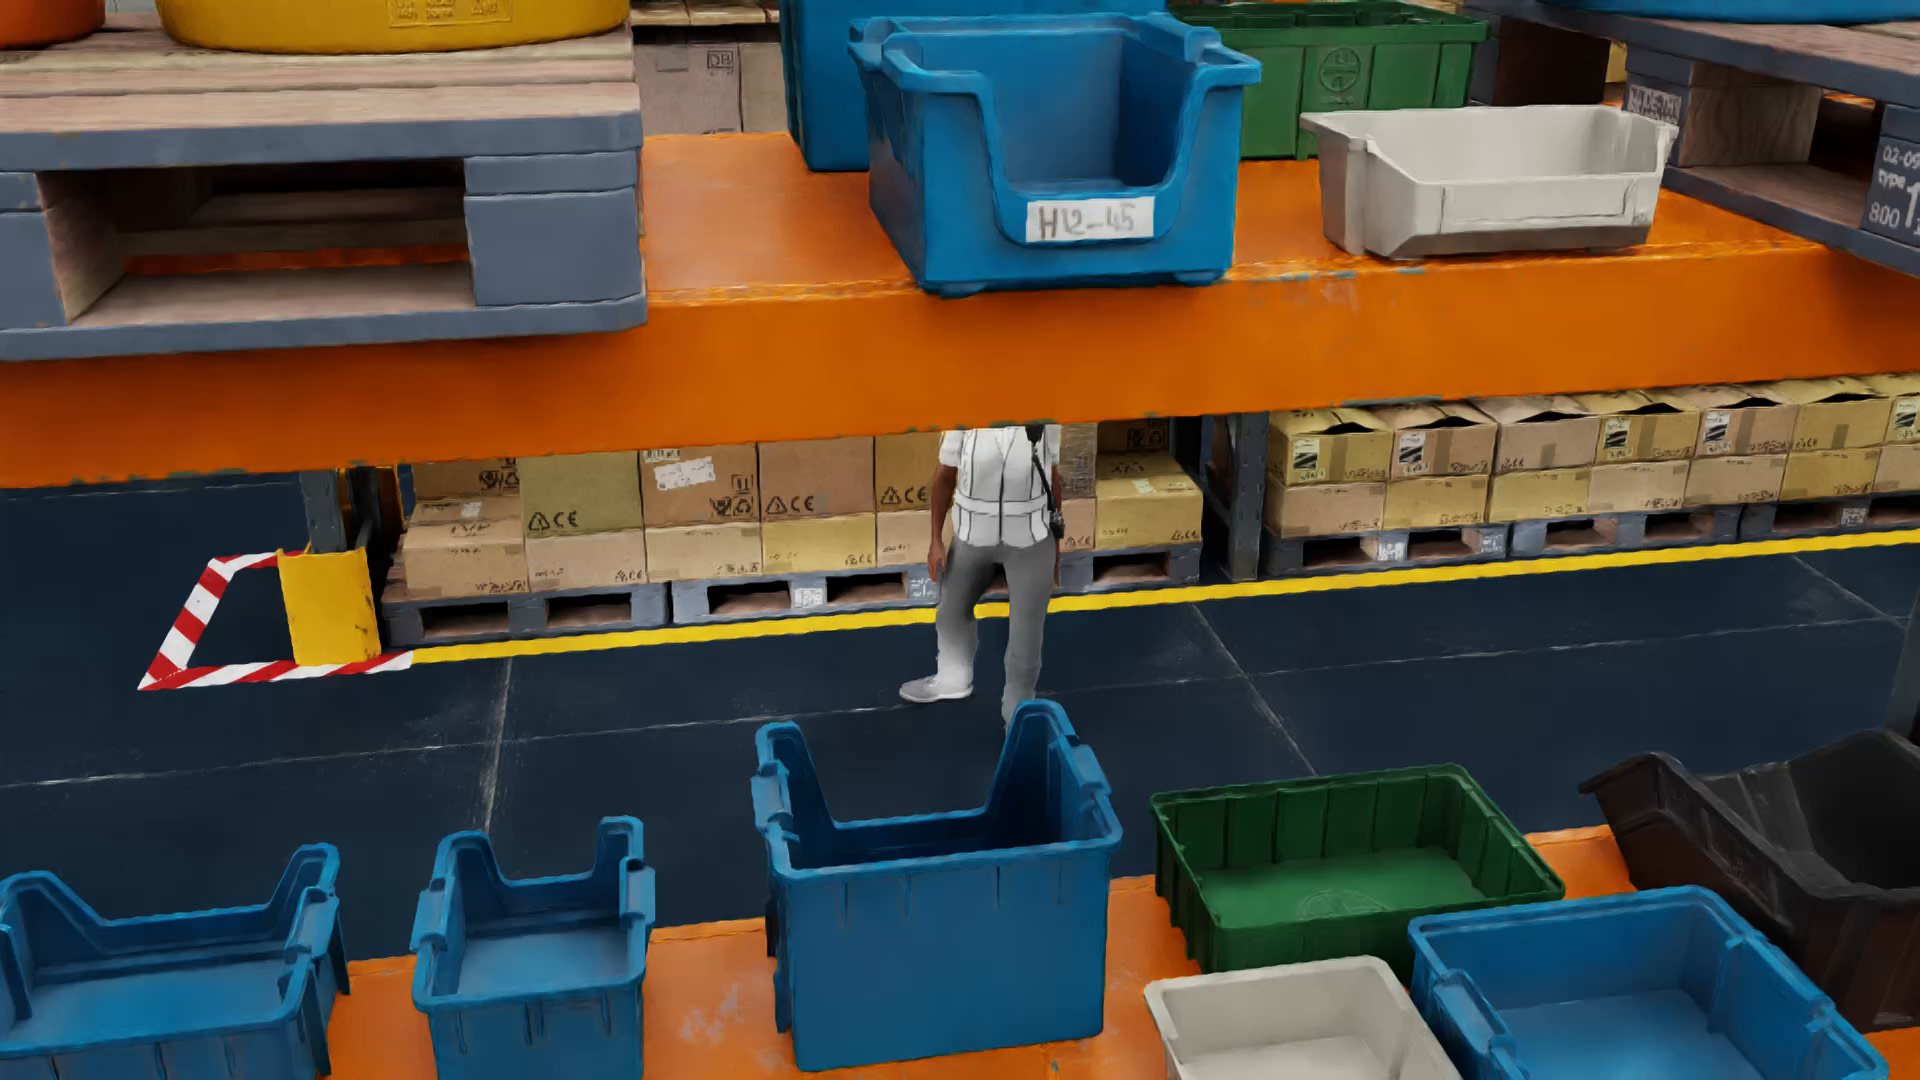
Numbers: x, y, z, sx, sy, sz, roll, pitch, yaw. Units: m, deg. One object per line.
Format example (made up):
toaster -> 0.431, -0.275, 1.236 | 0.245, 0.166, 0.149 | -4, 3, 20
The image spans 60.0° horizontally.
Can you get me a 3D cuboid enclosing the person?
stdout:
person -> 0.060, -0.027, 6.156 | 0.665, 1.667, 0.487 | 4, 24, 8
